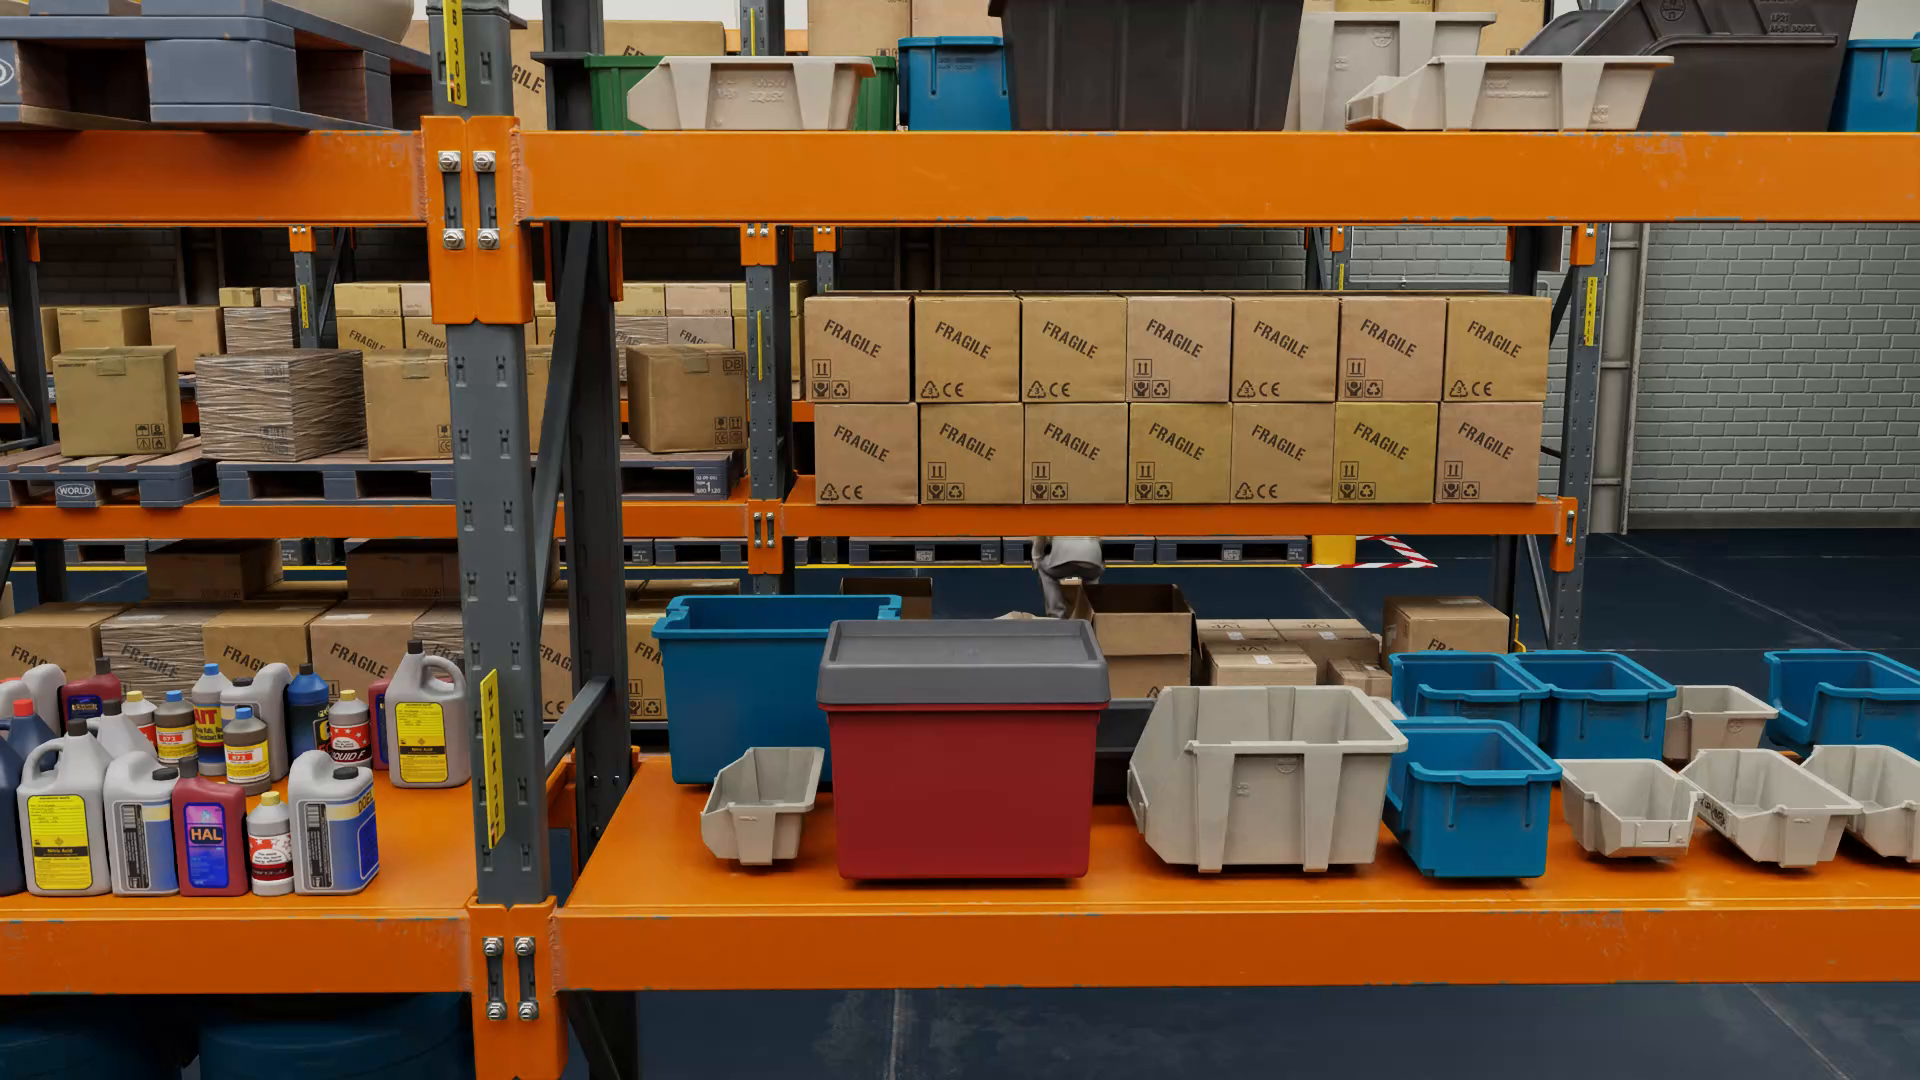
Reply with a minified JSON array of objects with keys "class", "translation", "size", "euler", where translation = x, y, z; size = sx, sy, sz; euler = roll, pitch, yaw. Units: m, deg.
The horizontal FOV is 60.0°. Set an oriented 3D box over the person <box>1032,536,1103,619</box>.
[{"class":"person","translation":[0.716,0.135,11.049],"size":[0.451,0.928,0.788],"euler":[0,11,-1]}]
